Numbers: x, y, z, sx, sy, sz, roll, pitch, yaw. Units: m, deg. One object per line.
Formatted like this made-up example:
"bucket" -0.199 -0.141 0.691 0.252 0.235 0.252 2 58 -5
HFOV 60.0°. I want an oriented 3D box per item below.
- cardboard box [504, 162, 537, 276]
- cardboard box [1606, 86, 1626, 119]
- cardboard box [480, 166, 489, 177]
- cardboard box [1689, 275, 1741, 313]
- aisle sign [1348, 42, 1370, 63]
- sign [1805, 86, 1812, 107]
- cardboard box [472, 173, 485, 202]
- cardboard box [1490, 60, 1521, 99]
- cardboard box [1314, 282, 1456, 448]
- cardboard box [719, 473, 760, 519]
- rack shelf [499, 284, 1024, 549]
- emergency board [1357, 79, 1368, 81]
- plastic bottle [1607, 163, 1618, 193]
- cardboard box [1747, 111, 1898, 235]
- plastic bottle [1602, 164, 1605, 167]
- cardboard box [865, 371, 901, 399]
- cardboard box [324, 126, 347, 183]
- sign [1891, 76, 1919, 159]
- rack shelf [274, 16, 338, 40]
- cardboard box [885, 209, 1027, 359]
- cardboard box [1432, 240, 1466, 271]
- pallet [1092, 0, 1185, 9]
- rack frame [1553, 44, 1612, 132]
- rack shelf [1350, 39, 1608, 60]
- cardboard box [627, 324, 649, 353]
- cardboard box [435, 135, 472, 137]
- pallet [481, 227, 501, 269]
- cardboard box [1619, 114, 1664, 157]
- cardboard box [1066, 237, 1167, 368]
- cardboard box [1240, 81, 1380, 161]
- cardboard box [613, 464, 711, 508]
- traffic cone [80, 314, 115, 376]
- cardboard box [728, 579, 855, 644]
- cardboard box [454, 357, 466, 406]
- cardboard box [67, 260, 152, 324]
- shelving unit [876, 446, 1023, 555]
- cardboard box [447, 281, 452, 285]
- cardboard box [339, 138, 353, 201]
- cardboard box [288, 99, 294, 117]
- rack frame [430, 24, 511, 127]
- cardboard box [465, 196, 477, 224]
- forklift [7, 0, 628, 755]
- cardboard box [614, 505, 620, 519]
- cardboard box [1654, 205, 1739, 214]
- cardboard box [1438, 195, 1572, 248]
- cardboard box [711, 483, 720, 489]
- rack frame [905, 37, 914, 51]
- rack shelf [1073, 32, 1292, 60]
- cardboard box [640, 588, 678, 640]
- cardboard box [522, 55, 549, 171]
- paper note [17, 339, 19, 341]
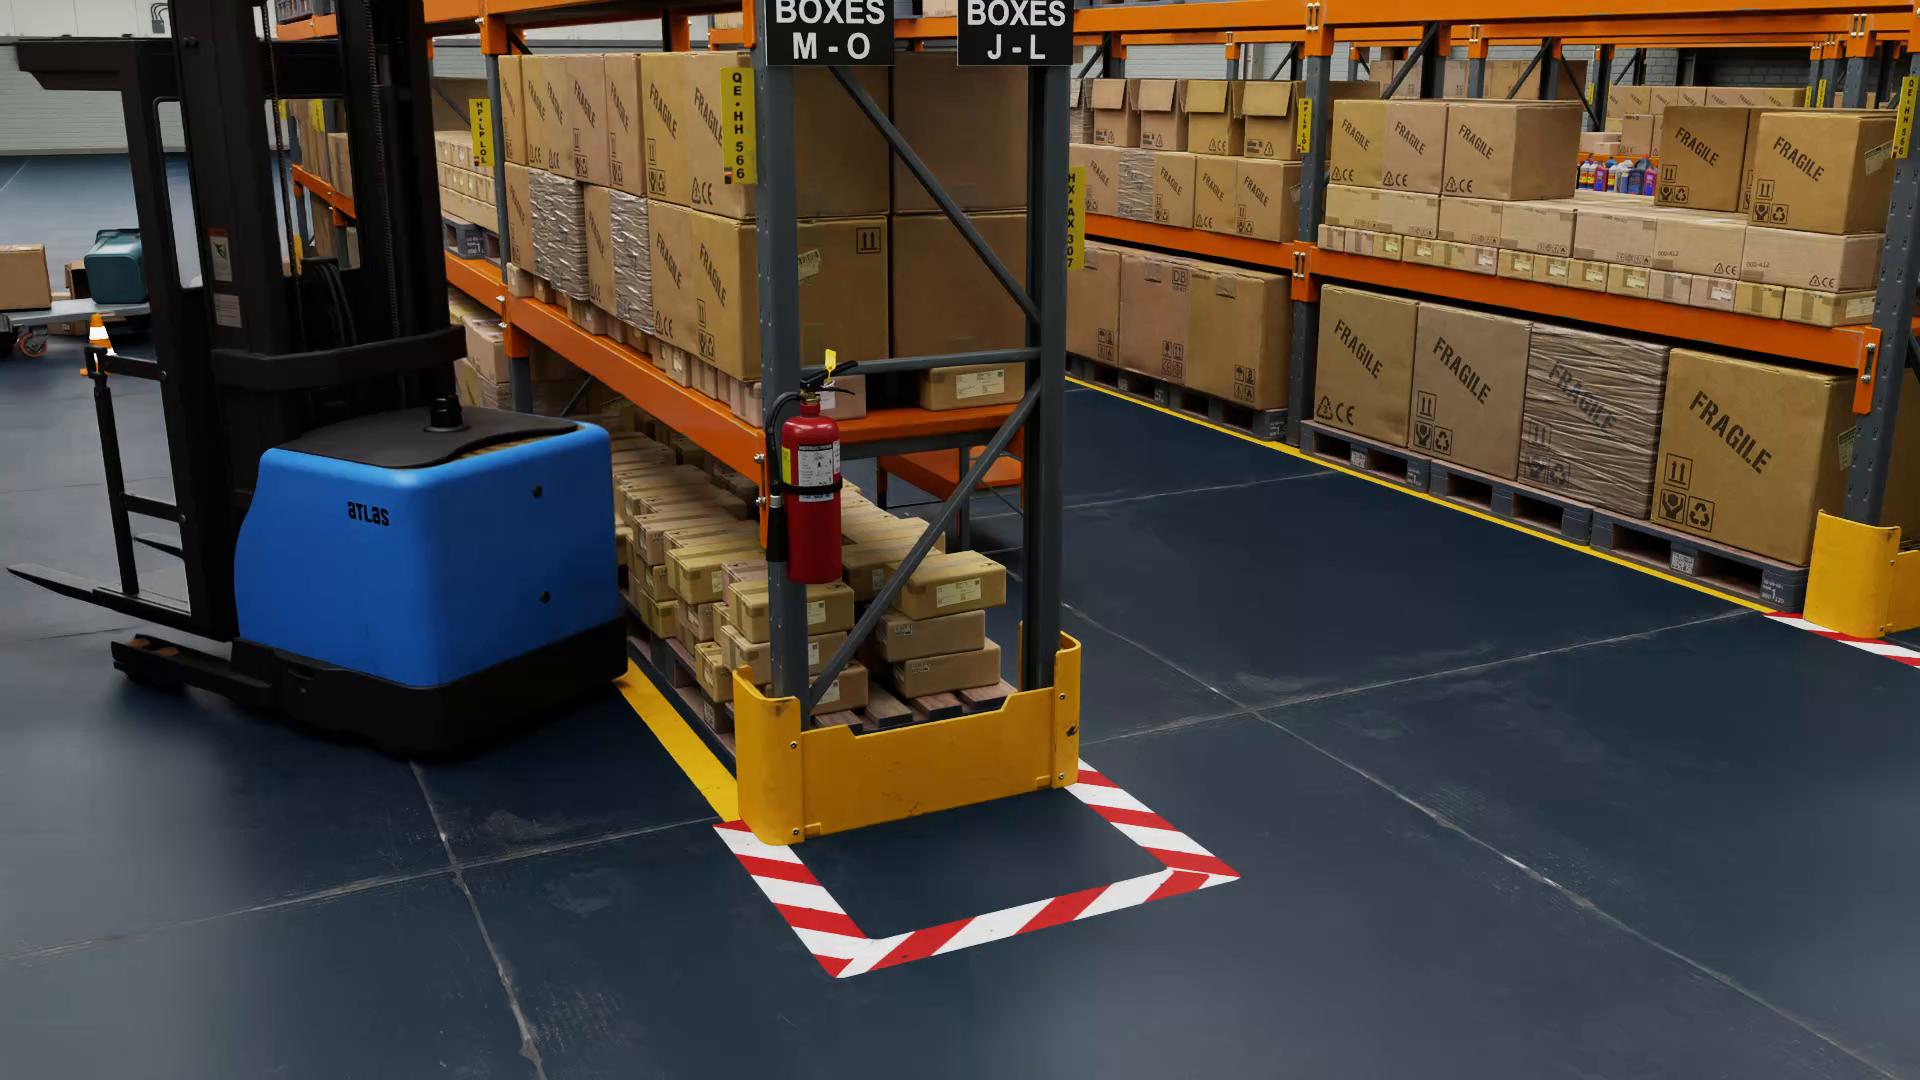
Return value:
"cardboard box" -1.894 -1.578 8.092 0.500 0.500 0.500 -8 18 -26
"cardboard box" 10.659 -7.029 26.684 0.500 0.500 0.500 -8 18 -25
"cardboard box" -2.465 -2.114 9.296 0.380 0.149 0.250 -8 18 -27
"cardboard box" 3.694 -1.178 7.872 0.380 0.149 0.250 -8 18 -25
"aisle sign" 5.964 -7.515 24.789 0.394 0.787 0.004 -8 18 -25
"sign" 11.988 -6.243 23.498 0.100 0.325 0.005 -8 18 -25
"cardboard box" -2.582 -2.034 9.555 0.380 0.149 0.250 -8 18 -27
"cardboard box" 7.598 -6.201 22.387 0.700 0.500 0.500 -8 18 -25
"cardboard box" 2.836 -1.122 10.314 0.875 0.875 0.875 -8 18 -25
"cardboard box" -0.846 -0.212 7.380 0.380 0.149 0.250 -8 18 -25
"rack shelf" -1.008 -0.699 7.052 1.077 0.370 4.000 -8 18 -25
"emergency board" 8.127 -8.922 34.404 0.194 1.169 0.643 -8 18 -25
"plastic bottle" 5.750 -3.179 14.622 0.097 0.271 0.097 0 16 0
"cardboard box" 3.921 -1.643 7.413 0.500 0.500 0.500 -7 18 -24
"plastic bottle" 6.057 -3.449 15.691 0.097 0.201 0.097 0 16 0
"cardboard box" -0.128 -0.606 5.880 0.380 0.149 0.250 -7 17 -23
"cardboard box" -5.561 -3.686 15.887 0.875 0.550 0.550 -8 18 -25
"sign" 3.877 -1.731 6.817 0.100 0.325 0.005 -8 18 -25
"rack shelf" -6.265 -5.116 17.007 1.077 0.370 4.000 -8 18 -25
"cardboard box" -0.080 -0.885 5.674 0.500 0.500 0.500 -7 17 -22
"cardboard box" 2.909 -1.622 9.420 0.380 0.149 0.250 -8 18 -26
"pallet" 1.689 -4.028 12.252 1.003 0.211 1.213 -7 17 -22
"rack frame" 8.021 -5.295 21.763 1.000 3.000 0.127 -8 18 -25
"rack shelf" 7.145 -6.887 23.177 1.077 0.370 4.000 -8 18 -25
"cardboard box" -1.145 -0.869 6.795 0.380 0.149 0.250 -7 18 -24
"cardboard box" -3.269 -2.568 10.877 0.380 0.149 0.250 -8 18 -27
"pallet" -2.088 -1.655 9.429 1.003 0.211 1.213 -8 18 -25
"cardboard box" 8.573 -5.020 20.624 0.500 0.500 0.500 -6 17 -21
"cardboard box" 1.534 -1.892 12.995 1.225 0.875 0.875 -8 18 -25
"cardboard box" 2.332 -2.803 11.079 0.797 0.503 0.637 -8 18 -26
"cardboard box" -1.331 -0.223 7.418 0.380 0.149 0.250 -8 18 -27
"traffic cone" -6.967 -1.592 13.460 0.336 0.463 0.334 -8 18 -25
"cardboard box" -0.592 0.233 5.829 0.380 0.149 0.250 -7 18 -24
"cardboard box" -2.880 -0.949 10.390 0.500 0.500 0.500 -8 18 -26
"cardboard box" -8.084 -2.398 15.948 0.797 0.637 0.503 -8 18 -25
"shelving unit" 0.003 -0.539 8.590 0.538 1.125 1.048 -8 18 -25
"cardboard box" -3.552 -1.693 11.623 0.500 0.250 0.500 -9 18 -27
"cardboard box" -4.962 -3.160 14.143 0.500 0.500 0.500 -8 18 -25
"cardboard box" -7.014 -5.011 18.543 0.875 0.550 0.550 -8 18 -25
"rack frame" -3.637 -2.532 12.137 1.000 3.000 0.127 -8 18 -25
"cardboard box" -2.694 -1.953 9.813 0.380 0.149 0.250 -9 18 -27
"forklift" -2.849 -0.925 6.659 3.031 2.935 1.130 10 19 31
"cardboard box" -1.414 -0.070 7.425 0.380 0.149 0.250 -8 18 -25
"cardboard box" 3.953 -1.599 8.616 0.500 0.250 0.500 -8 18 -27
"cardboard box" 3.035 -1.786 9.269 0.500 0.250 0.500 -7 18 -24
"cardboard box" -1.047 -0.211 7.915 0.380 0.149 0.250 -7 18 -24
"rack frame" -0.886 -4.099 17.595 1.000 3.000 0.127 -8 18 -25
"rack shelf" 2.690 -6.289 21.094 1.077 0.370 4.000 -8 18 -25
"cardboard box" -1.080 0.272 6.773 0.380 0.149 0.250 -9 18 -27
"cardboard box" -1.665 -1.944 7.555 0.500 0.500 0.500 -8 18 -27
"paper note" -8.493 -1.812 15.008 0.148 0.019 0.142 -8 18 -25
